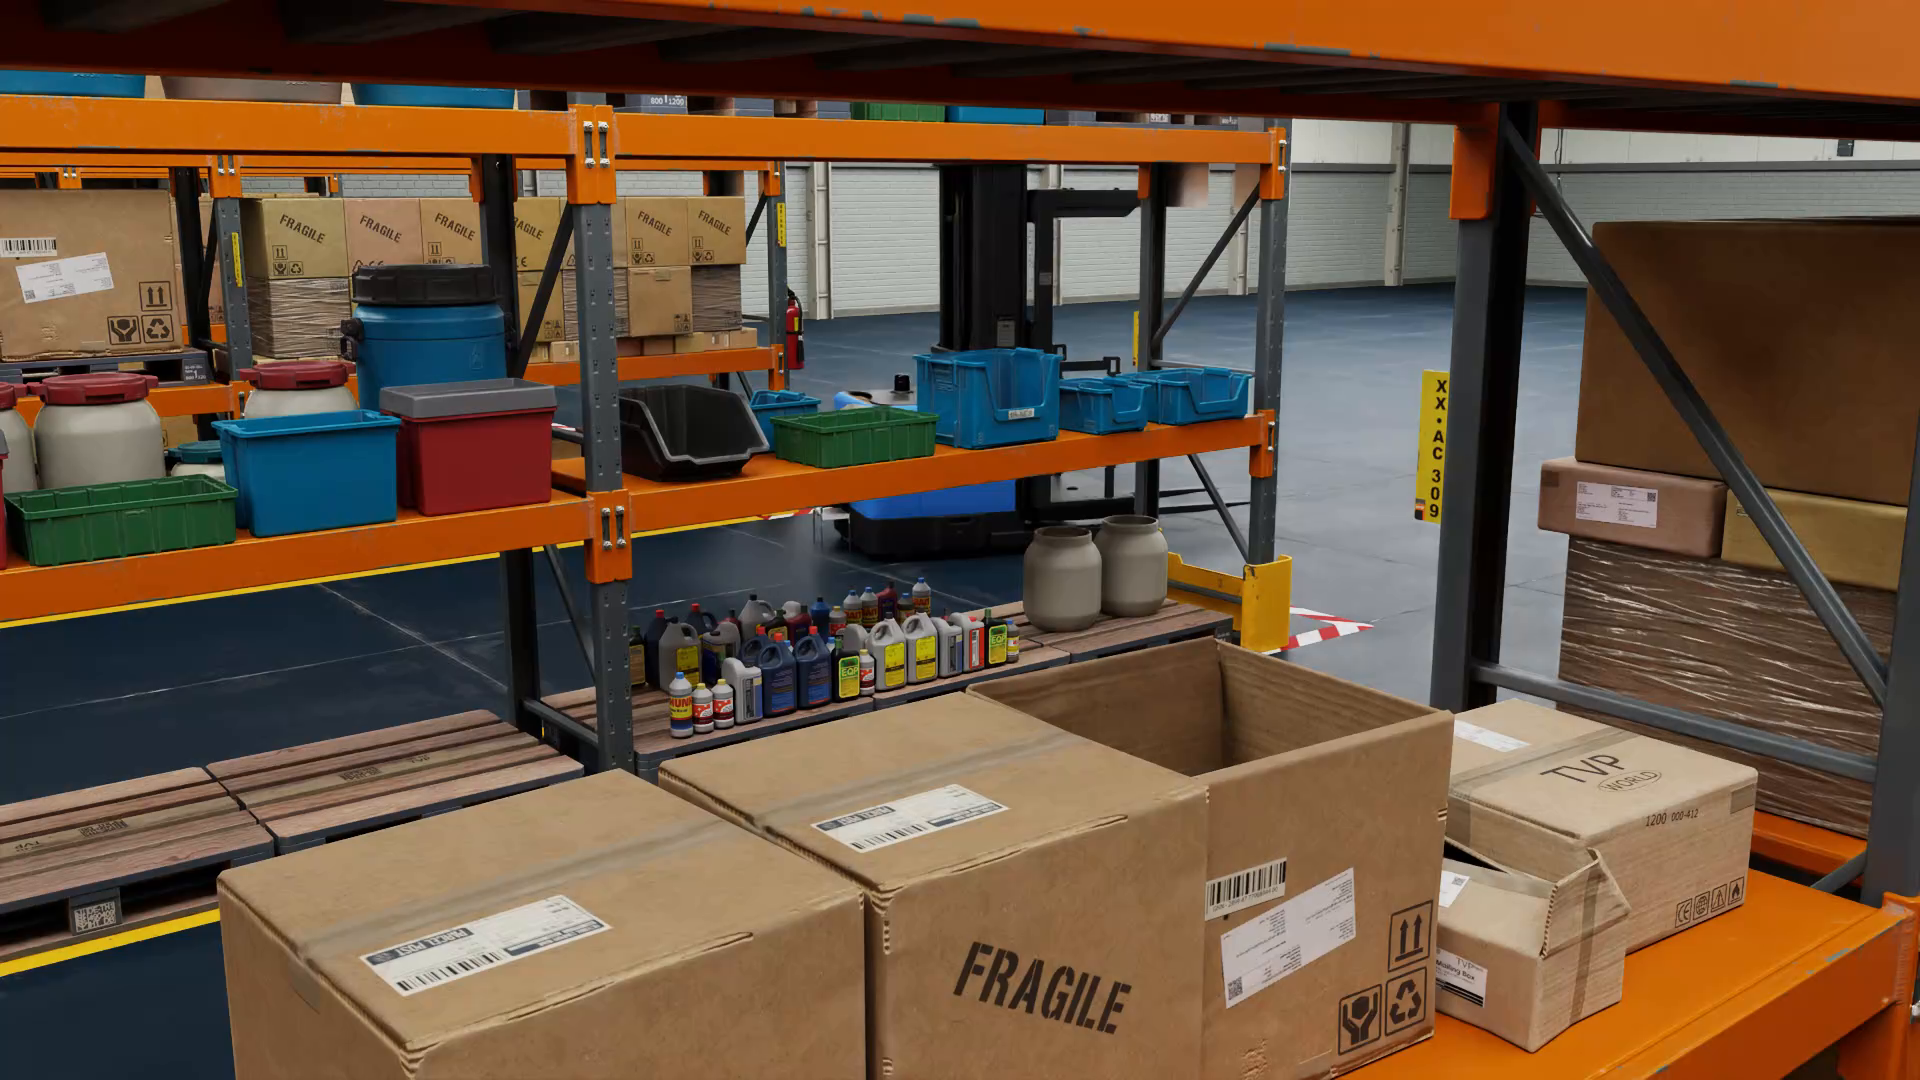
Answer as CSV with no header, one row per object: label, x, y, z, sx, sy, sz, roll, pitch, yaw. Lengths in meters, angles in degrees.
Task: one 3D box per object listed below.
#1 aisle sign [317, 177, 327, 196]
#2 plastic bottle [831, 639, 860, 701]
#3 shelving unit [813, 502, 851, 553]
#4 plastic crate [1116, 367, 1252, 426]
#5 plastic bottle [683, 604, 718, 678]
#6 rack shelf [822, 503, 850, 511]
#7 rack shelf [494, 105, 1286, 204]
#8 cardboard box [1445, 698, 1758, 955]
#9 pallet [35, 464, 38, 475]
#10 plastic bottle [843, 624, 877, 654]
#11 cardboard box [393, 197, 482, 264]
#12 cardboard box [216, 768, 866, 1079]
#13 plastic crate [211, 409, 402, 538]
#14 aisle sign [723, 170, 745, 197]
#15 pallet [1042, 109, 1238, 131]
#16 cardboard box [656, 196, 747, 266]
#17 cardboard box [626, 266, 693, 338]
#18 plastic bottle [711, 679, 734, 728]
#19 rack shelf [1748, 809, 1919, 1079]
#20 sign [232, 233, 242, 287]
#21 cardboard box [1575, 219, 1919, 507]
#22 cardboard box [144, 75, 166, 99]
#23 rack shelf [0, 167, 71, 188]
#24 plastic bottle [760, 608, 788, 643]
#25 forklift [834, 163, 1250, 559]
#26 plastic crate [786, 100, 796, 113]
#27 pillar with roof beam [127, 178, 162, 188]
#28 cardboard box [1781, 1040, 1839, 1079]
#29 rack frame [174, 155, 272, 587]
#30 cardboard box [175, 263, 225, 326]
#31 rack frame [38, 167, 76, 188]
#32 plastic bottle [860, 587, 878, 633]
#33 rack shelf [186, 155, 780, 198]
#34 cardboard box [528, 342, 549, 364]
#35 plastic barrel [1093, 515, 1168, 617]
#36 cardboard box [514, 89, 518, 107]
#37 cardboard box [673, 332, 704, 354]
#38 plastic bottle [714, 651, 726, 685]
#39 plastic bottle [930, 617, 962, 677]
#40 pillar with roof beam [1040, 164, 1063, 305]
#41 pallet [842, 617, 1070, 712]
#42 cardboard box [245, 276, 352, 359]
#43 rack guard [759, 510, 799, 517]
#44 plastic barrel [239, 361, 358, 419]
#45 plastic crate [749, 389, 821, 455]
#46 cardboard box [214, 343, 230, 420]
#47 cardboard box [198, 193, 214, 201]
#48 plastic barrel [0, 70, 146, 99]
aisle sign,-8.025,-4.709,20.825,0.004,0.787,0.394,-9,15,-38
plastic bottle,-0.526,0.588,7.620,0.133,0.283,0.061,-9,15,-35
shelving unit,-0.911,-0.377,11.738,0.210,0.900,0.258,-4,13,-18
plastic crate,1.201,-0.782,8.948,0.616,0.251,0.499,-9,15,-38
plastic bottle,-1.245,0.476,7.983,0.185,0.351,0.144,-10,16,-40
rack shelf,-0.911,-0.256,11.763,0.200,0.077,0.258,-4,13,-18
rack shelf,-0.156,-1.824,8.008,4.000,0.370,1.077,-9,15,-38
cardboard box,1.016,0.499,2.919,0.500,0.250,0.500,-8,15,-34
pallet,-8.387,-0.594,14.417,1.213,0.211,1.003,-9,15,-38
plastic bottle,-0.461,0.530,7.910,0.135,0.276,0.152,-9,15,-38
cardboard box,-3.522,-2.083,11.354,0.500,0.500,0.500,-9,15,-38
cardboard box,-0.450,0.604,1.820,0.500,0.500,0.500,-11,16,-41
plastic crate,-2.385,-0.248,6.113,0.575,0.384,0.392,-9,15,-38
aisle sign,-1.828,-3.100,13.248,0.004,0.787,0.394,-9,15,-38
pallet,0.698,-2.252,8.745,1.213,0.211,1.003,-9,15,-38
cardboard box,-1.964,-2.344,12.581,0.500,0.500,0.500,-9,15,-38
cardboard box,-2.451,-1.815,12.497,0.500,0.500,0.875,-9,15,-38
plastic bottle,-1.037,0.708,7.252,0.097,0.201,0.097,0,12,0
rack shelf,2.935,0.447,4.534,4.000,0.370,1.077,-9,15,-38
sign,-4.463,-1.729,10.264,0.005,0.325,0.100,-9,15,-38
cardboard box,1.716,-0.388,3.368,0.500,0.500,0.700,-9,15,-37
cardboard box,-5.241,-2.931,10.229,0.637,0.503,0.797,-10,16,-40
rack shelf,-9.394,-2.926,13.198,4.000,0.370,1.077,-9,15,-38
plastic bottle,-0.909,0.480,8.125,0.133,0.283,0.061,-9,15,-38
forklift,0.650,-1.464,11.968,3.031,2.935,1.130,-4,13,-18
plastic crate,-0.717,-2.061,8.029,0.396,0.136,0.243,-9,15,-38
pillar with roof beam,-9.401,-6.476,20.961,0.400,9.000,9.100,-9,15,-38
cardboard box,1.931,1.118,3.446,0.500,0.500,0.500,-9,15,-38
rack frame,-4.812,-1.253,10.806,0.127,3.000,1.000,-9,15,-38
cardboard box,-7.136,-2.268,15.229,0.550,0.550,0.875,-9,15,-38
rack frame,-7.832,-2.070,14.657,0.127,3.000,1.000,-9,15,-38
plastic bottle,-0.473,0.380,8.626,0.097,0.271,0.097,0,12,0
rack shelf,-3.251,-2.628,11.792,4.000,0.370,1.077,-9,15,-38
cardboard box,-3.127,-1.345,11.848,0.250,0.149,0.380,-9,15,-38
plastic barrel,0.939,0.141,9.222,0.421,0.512,0.421,0,12,0
cardboard box,-3.191,-3.048,11.441,0.250,0.149,0.380,-9,15,-36
cardboard box,-2.141,-1.505,12.600,0.250,0.149,0.380,-9,15,-38
plastic bottle,-1.027,0.630,7.419,0.133,0.283,0.061,-9,15,-38
plastic bottle,-0.077,0.504,8.030,0.135,0.276,0.152,-10,16,-39
pillar with roof beam,4.655,-8.811,31.960,0.548,9.000,9.100,-9,15,-38
pallet,-0.214,0.675,8.441,1.213,0.211,1.003,-9,15,-38
cardboard box,-4.422,-1.495,10.993,0.500,0.500,0.875,-9,15,-38
rack guard,-1.748,-0.539,13.464,0.348,0.500,1.175,-9,15,-38
plastic barrel,-2.602,-0.427,6.592,0.433,0.535,0.433,0,12,0
plastic crate,-1.024,-0.564,7.922,0.616,0.251,0.499,-9,15,-38
cardboard box,-6.596,-1.424,15.718,0.875,0.875,0.875,-9,15,-37
cardboard box,-8.876,-3.813,19.502,0.500,0.500,0.700,-10,15,-38
plastic barrel,-3.001,-1.891,5.384,0.708,0.901,0.600,-9,15,-38
